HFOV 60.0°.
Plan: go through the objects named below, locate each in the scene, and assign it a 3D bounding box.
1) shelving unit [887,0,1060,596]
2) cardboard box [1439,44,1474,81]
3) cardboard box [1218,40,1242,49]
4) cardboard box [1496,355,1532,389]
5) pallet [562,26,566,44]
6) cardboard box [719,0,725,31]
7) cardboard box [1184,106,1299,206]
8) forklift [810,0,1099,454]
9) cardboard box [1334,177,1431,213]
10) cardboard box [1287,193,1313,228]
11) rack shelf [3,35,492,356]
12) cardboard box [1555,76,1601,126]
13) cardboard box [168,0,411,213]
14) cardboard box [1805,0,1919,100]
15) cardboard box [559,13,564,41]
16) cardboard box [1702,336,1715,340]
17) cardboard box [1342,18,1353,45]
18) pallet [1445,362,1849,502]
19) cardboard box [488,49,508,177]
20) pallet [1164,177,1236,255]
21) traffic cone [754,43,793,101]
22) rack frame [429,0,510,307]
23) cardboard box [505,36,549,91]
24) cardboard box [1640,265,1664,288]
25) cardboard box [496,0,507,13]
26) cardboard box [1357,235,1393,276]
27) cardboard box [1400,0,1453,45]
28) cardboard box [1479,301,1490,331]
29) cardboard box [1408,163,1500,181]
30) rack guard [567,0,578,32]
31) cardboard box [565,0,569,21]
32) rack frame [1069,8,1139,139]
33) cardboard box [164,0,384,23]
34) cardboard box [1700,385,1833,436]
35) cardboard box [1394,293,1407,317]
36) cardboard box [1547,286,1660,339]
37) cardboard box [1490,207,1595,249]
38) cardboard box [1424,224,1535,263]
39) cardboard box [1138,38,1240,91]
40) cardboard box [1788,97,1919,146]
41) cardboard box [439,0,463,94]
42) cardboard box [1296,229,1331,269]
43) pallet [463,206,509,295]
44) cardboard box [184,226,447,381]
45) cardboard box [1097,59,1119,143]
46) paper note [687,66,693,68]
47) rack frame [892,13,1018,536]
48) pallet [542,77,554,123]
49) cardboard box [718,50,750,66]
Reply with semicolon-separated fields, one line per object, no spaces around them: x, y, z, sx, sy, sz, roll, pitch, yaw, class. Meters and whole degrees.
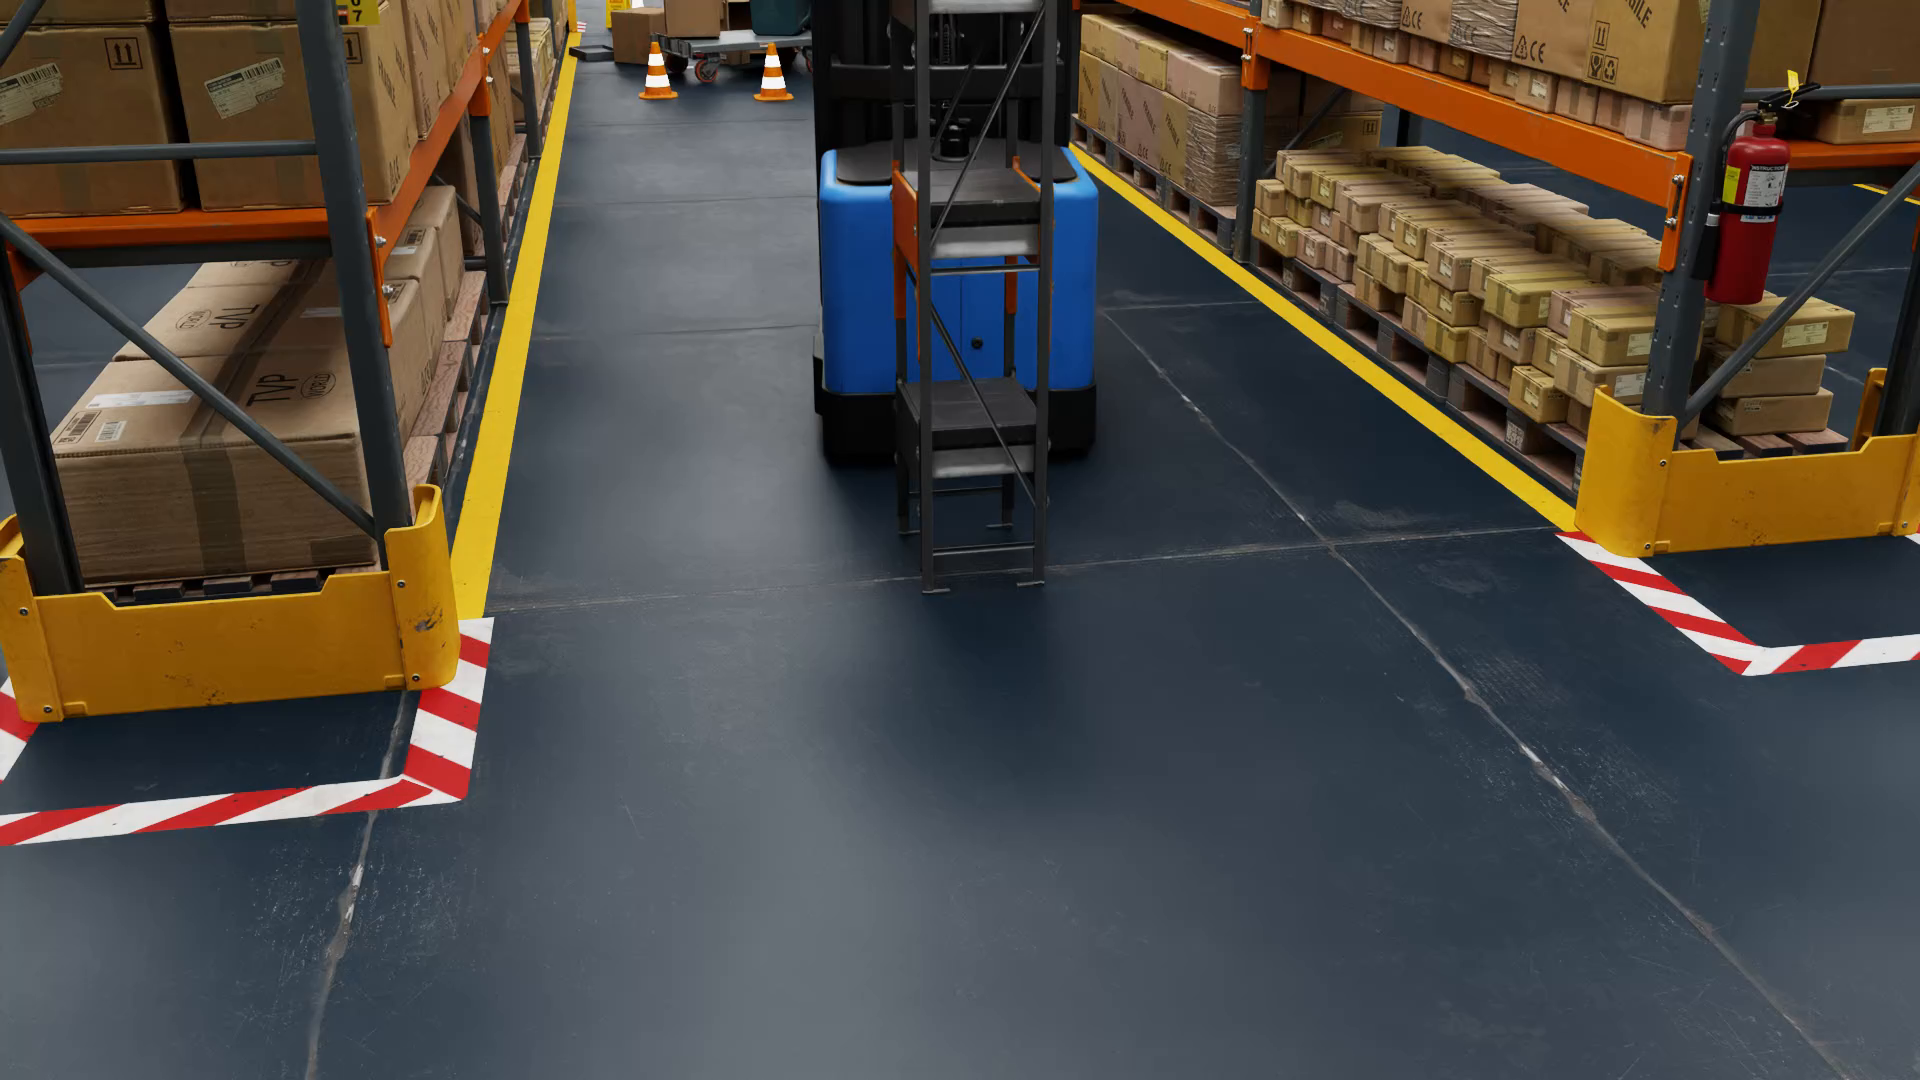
0.031;-0.897;5.181;0.431;2.100;0.503;-4;24;-10;shelving unit
2.222;-1.999;6.894;0.380;0.149;0.250;-4;24;-9;cardboard box
1.969;-3.075;10.704;0.500;0.250;0.500;-3;24;-8;cardboard box
2.363;-0.672;6.579;0.380;0.149;0.250;-4;24;-10;cardboard box
-4.899;-5.648;18.418;1.003;0.211;1.213;-4;24;-10;pallet
-2.215;-5.630;18.013;0.637;0.503;0.797;18;29;36;cardboard box
1.652;-2.283;9.829;0.500;0.500;0.500;-5;24;-11;cardboard box
-0.093;-2.218;7.165;1.130;2.935;3.031;-2;24;-3;forklift
2.055;-1.662;8.102;0.380;0.149;0.250;-5;24;-11;cardboard box
1.924;-1.727;8.622;0.380;0.149;0.250;-4;24;-9;cardboard box
-2.439;-1.442;6.202;1.077;0.370;4.000;-4;24;-10;rack shelf
2.368;-1.581;5.936;0.380;0.149;0.250;-5;24;-10;cardboard box
-1.876;-1.240;4.718;0.500;0.500;0.500;-4;24;-10;cardboard box
2.965;-1.770;5.558;0.500;0.500;0.500;-3;24;-7;cardboard box
-4.242;-5.098;16.586;0.500;0.250;0.500;-3;24;-7;cardboard box
2.937;-0.750;6.385;0.380;0.149;0.250;-4;24;-10;cardboard box
2.034;-2.409;7.832;0.380;0.149;0.250;-5;24;-12;cardboard box
2.647;-0.465;6.551;1.003;0.211;1.213;-4;24;-10;pallet
-3.342;-2.721;10.362;0.875;0.875;0.875;-4;24;-9;cardboard box
1.891;-1.992;10.048;1.003;0.211;1.213;-4;24;-10;pallet
-1.647;-4.118;14.600;0.336;0.463;0.334;-4;24;-10;traffic cone
-2.809;-2.558;7.859;1.000;3.000;0.127;-4;24;-10;rack frame
-3.922;-3.931;13.761;0.950;0.372;0.625;-4;24;-8;cardboard box
2.924;-0.989;6.560;0.380;0.149;0.250;-4;24;-10;cardboard box
-2.807;-3.088;9.260;0.500;0.250;0.500;-4;24;-10;cardboard box
2.064;-1.314;7.676;0.380;0.149;0.250;-4;24;-10;cardboard box
2.165;-2.329;6.839;0.500;0.500;0.500;-3;24;-7;cardboard box
2.352;-0.917;6.768;0.380;0.149;0.250;-5;24;-10;cardboard box
2.498;-1.807;8.434;0.380;0.149;0.250;-5;24;-10;cardboard box
-5.014;-6.103;19.098;1.175;0.500;0.348;-4;24;-10;rack guard
-4.610;-5.903;18.429;0.500;0.250;0.500;-4;24;-10;cardboard box
1.297;-4.537;12.391;1.000;3.000;0.127;-4;24;-10;rack frame
-1.878;-1.698;4.517;0.500;0.500;0.500;-5;24;-11;cardboard box
2.994;-0.506;6.199;0.380;0.149;0.250;-4;24;-9;cardboard box
2.192;-1.078;7.508;0.380;0.149;0.250;-4;24;-8;cardboard box
2.440;-0.842;6.224;0.380;0.149;0.250;-4;24;-9;cardboard box
2.610;-1.389;7.475;0.380;0.149;0.250;-4;24;-10;cardboard box
2.237;-1.254;7.168;0.380;0.149;0.250;-5;24;-12;cardboard box
1.457;-3.039;10.622;0.500;0.250;0.500;-5;24;-12;cardboard box
3.039;-1.427;5.584;0.380;0.149;0.250;-4;24;-10;cardboard box
-2.264;-2.042;6.552;0.500;0.500;0.500;-5;24;-11;cardboard box
1.935;-1.484;8.438;0.380;0.149;0.250;-4;24;-10;cardboard box
-3.026;-1.578;9.099;1.003;0.211;1.213;-4;24;-10;pallet
-2.632;-0.969;6.898;0.875;0.438;0.875;-5;24;-11;cardboard box
1.274;-3.090;11.675;0.500;0.500;0.500;-4;24;-9;cardboard box
-2.710;-4.679;16.425;0.148;0.019;0.142;-4;24;-10;paper note
-0.015;-0.993;5.400;0.400;2.100;0.015;-4;24;-10;rack frame
-3.914;-3.640;13.820;1.003;0.211;1.213;-4;24;-10;pallet
-2.330;-4.931;16.708;0.396;0.266;0.258;18;29;36;cardboard box
